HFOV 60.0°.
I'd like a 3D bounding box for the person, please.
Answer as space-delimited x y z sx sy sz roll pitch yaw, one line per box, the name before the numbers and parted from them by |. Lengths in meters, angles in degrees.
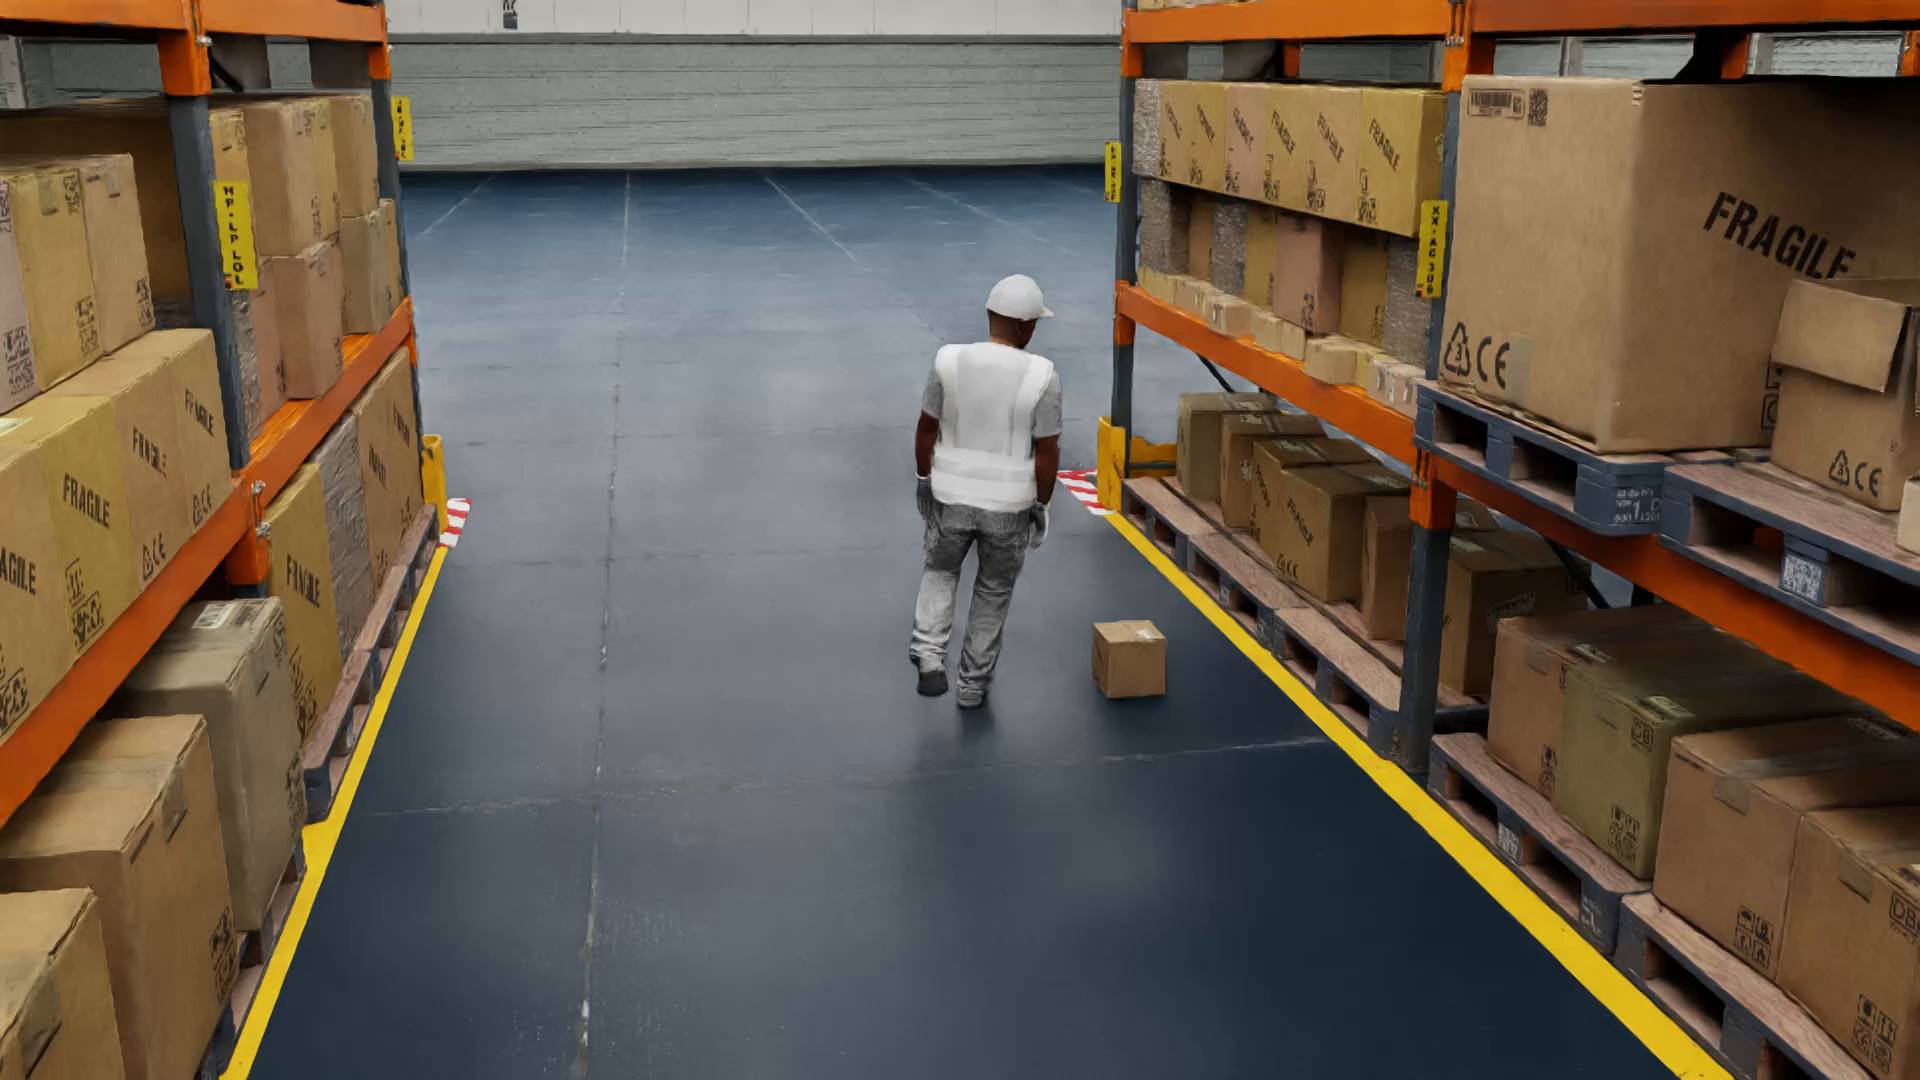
person | 0.099 -0.154 6.550 0.606 1.766 0.604 3 17 12
